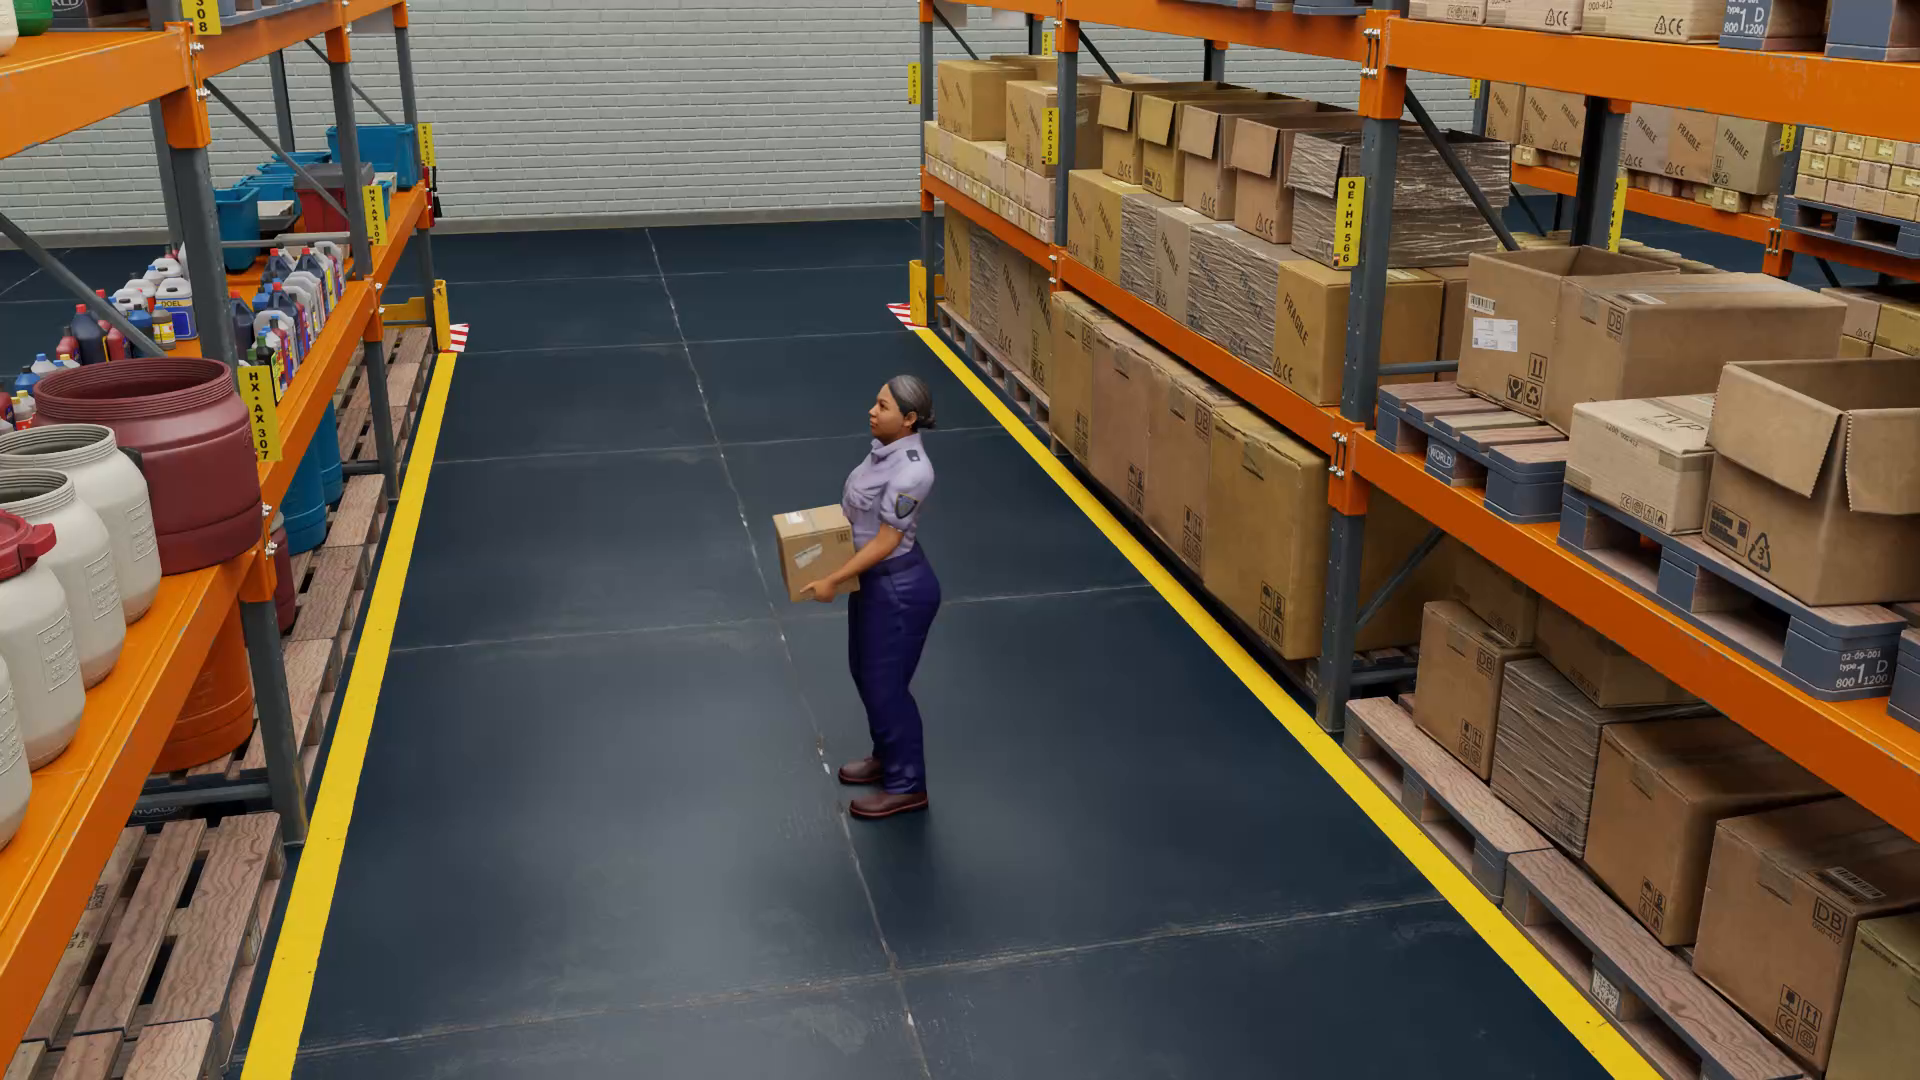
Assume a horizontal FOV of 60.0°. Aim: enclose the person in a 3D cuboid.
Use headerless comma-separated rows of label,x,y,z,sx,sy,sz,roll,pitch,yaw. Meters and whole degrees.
person,-0.264,0.290,6.101,0.362,1.432,0.451,-4,20,-12
